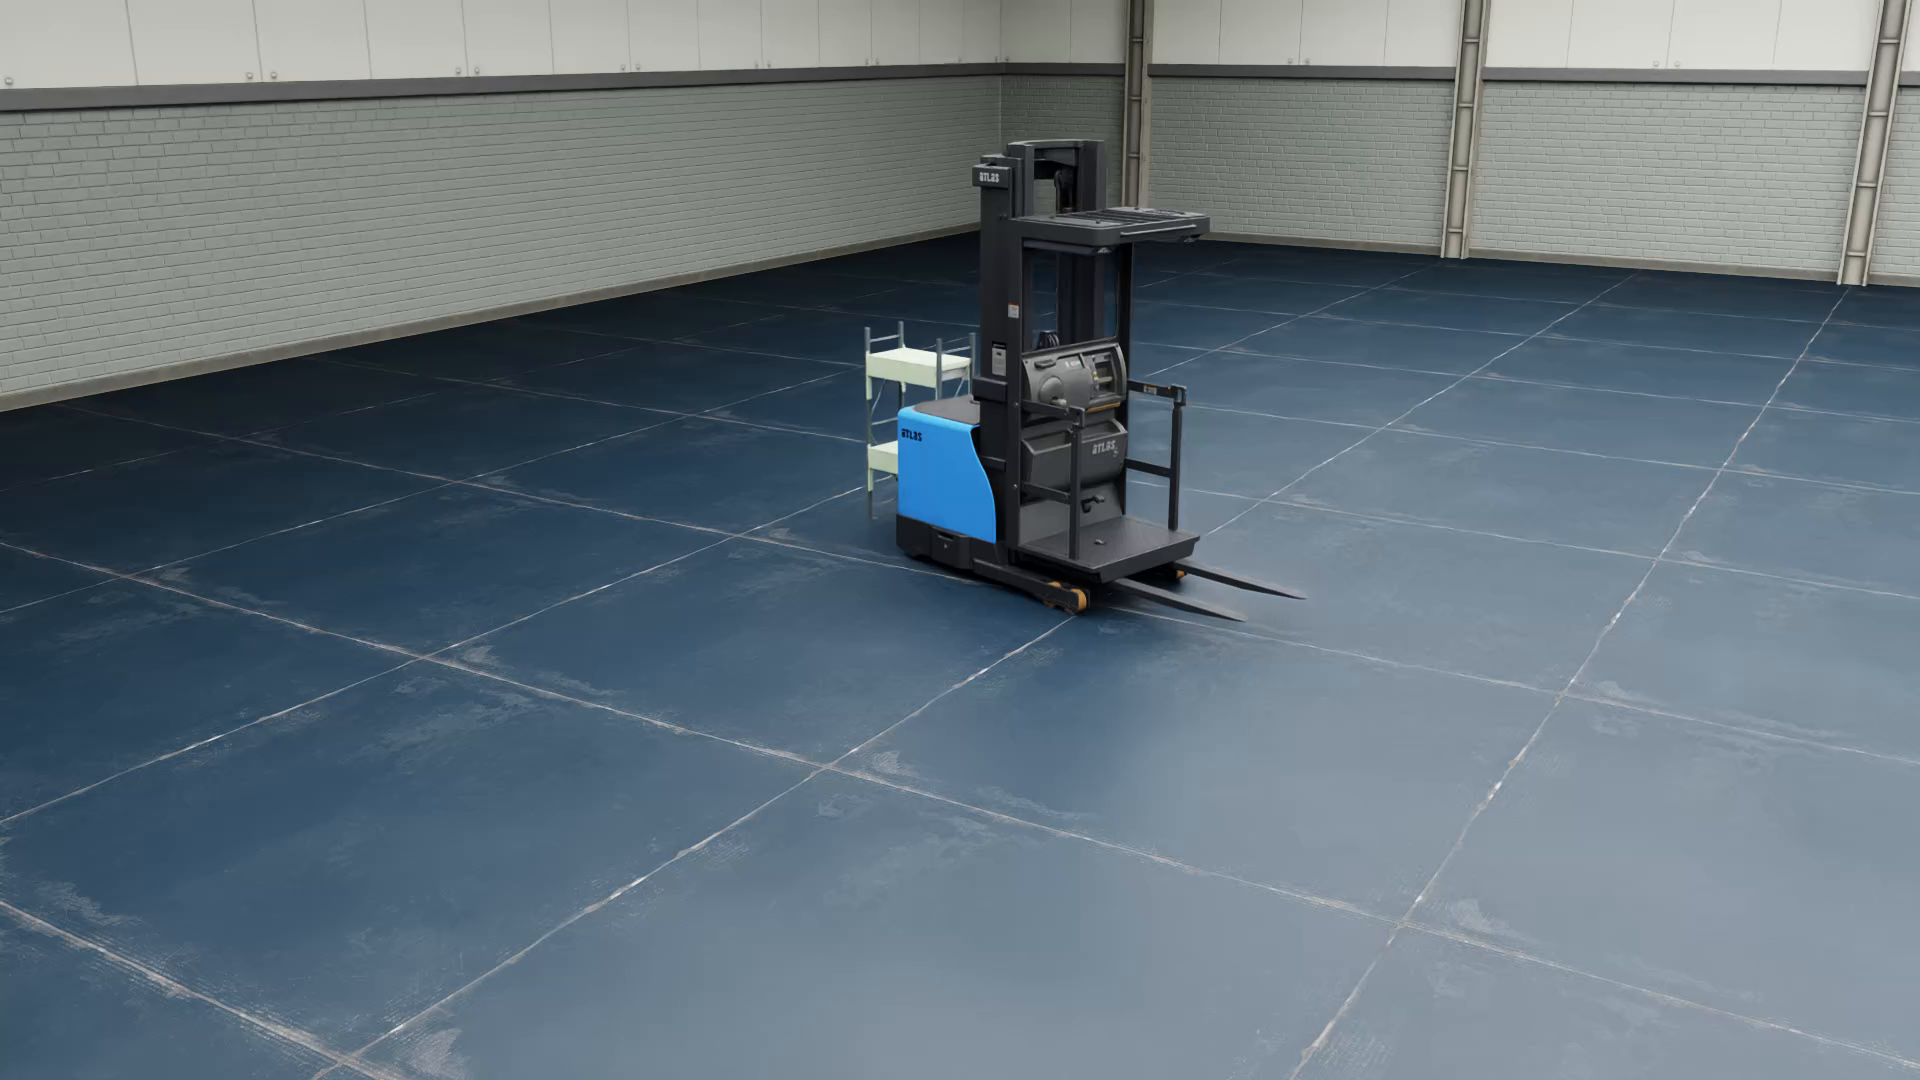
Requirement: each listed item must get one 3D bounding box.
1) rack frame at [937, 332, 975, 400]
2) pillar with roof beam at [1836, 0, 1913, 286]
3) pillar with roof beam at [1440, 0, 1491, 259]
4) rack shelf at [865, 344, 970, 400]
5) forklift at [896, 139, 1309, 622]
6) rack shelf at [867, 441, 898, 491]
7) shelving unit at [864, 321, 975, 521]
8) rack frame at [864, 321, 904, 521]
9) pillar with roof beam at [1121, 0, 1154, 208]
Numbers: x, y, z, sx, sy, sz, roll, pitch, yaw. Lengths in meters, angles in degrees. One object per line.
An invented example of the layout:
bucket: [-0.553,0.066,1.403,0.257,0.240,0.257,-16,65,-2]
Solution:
rack frame: [-0.028,-0.771,12.339,0.023,1.500,0.400,15,22,40]
pillar with roof beam: [11.224,-7.110,20.304,0.400,9.000,9.100,10,20,30]
pillar with roof beam: [6.111,-8.022,23.308,0.400,9.000,9.100,10,20,30]
rack shelf: [-0.302,-1.215,12.458,0.720,0.370,0.431,15,22,40]
forklift: [0.915,-1.089,10.922,1.130,2.935,3.031,-15,23,-41]
rack shelf: [-0.302,-0.530,12.667,0.720,0.370,0.431,15,22,40]
shelving unit: [-0.302,-0.842,12.572,0.755,1.500,0.431,15,22,40]
rack frame: [-0.575,-0.913,12.805,0.023,1.500,0.400,15,22,40]
pillar with roof beam: [0.998,-8.935,26.313,0.400,9.000,9.100,10,20,30]
